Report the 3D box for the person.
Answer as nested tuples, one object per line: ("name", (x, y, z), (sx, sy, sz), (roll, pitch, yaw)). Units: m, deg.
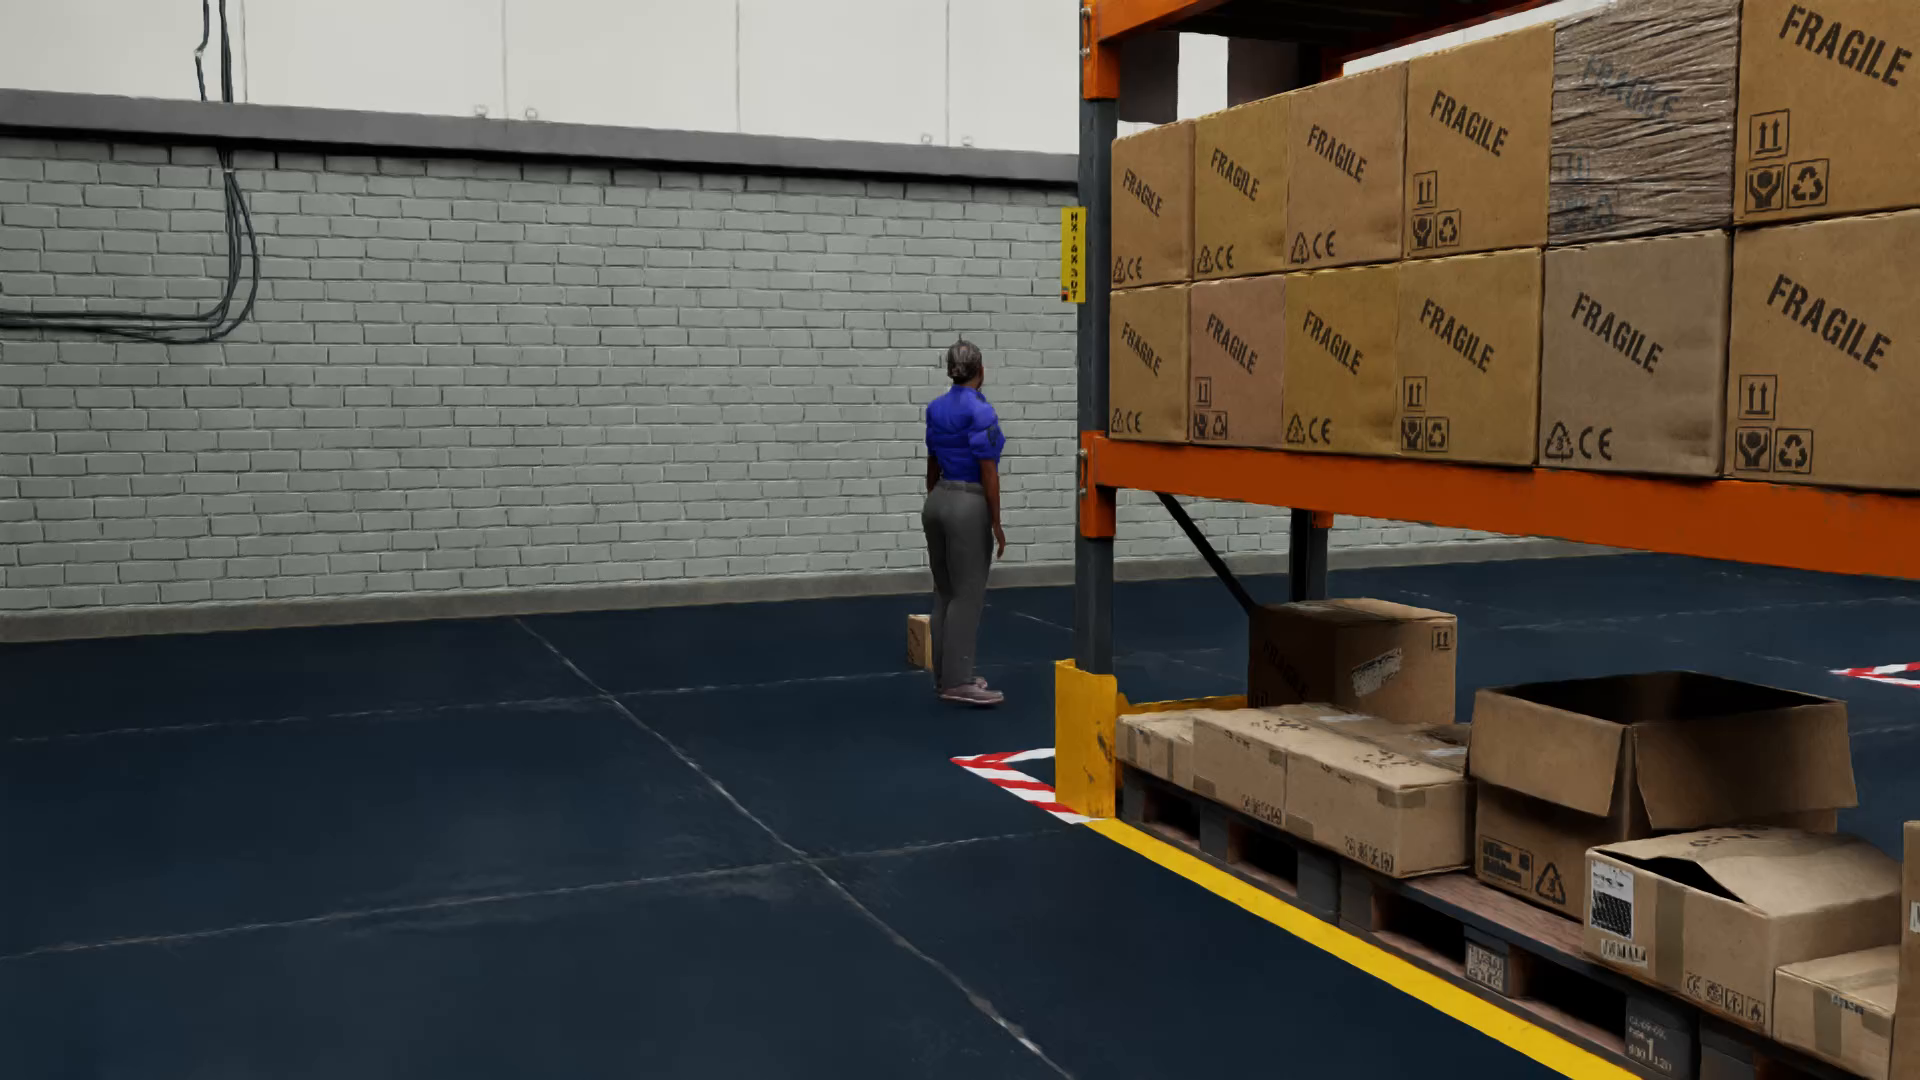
("person", (0.028, -0.082, 7.717), (0.371, 1.655, 0.490), (-4, 7, -38))
